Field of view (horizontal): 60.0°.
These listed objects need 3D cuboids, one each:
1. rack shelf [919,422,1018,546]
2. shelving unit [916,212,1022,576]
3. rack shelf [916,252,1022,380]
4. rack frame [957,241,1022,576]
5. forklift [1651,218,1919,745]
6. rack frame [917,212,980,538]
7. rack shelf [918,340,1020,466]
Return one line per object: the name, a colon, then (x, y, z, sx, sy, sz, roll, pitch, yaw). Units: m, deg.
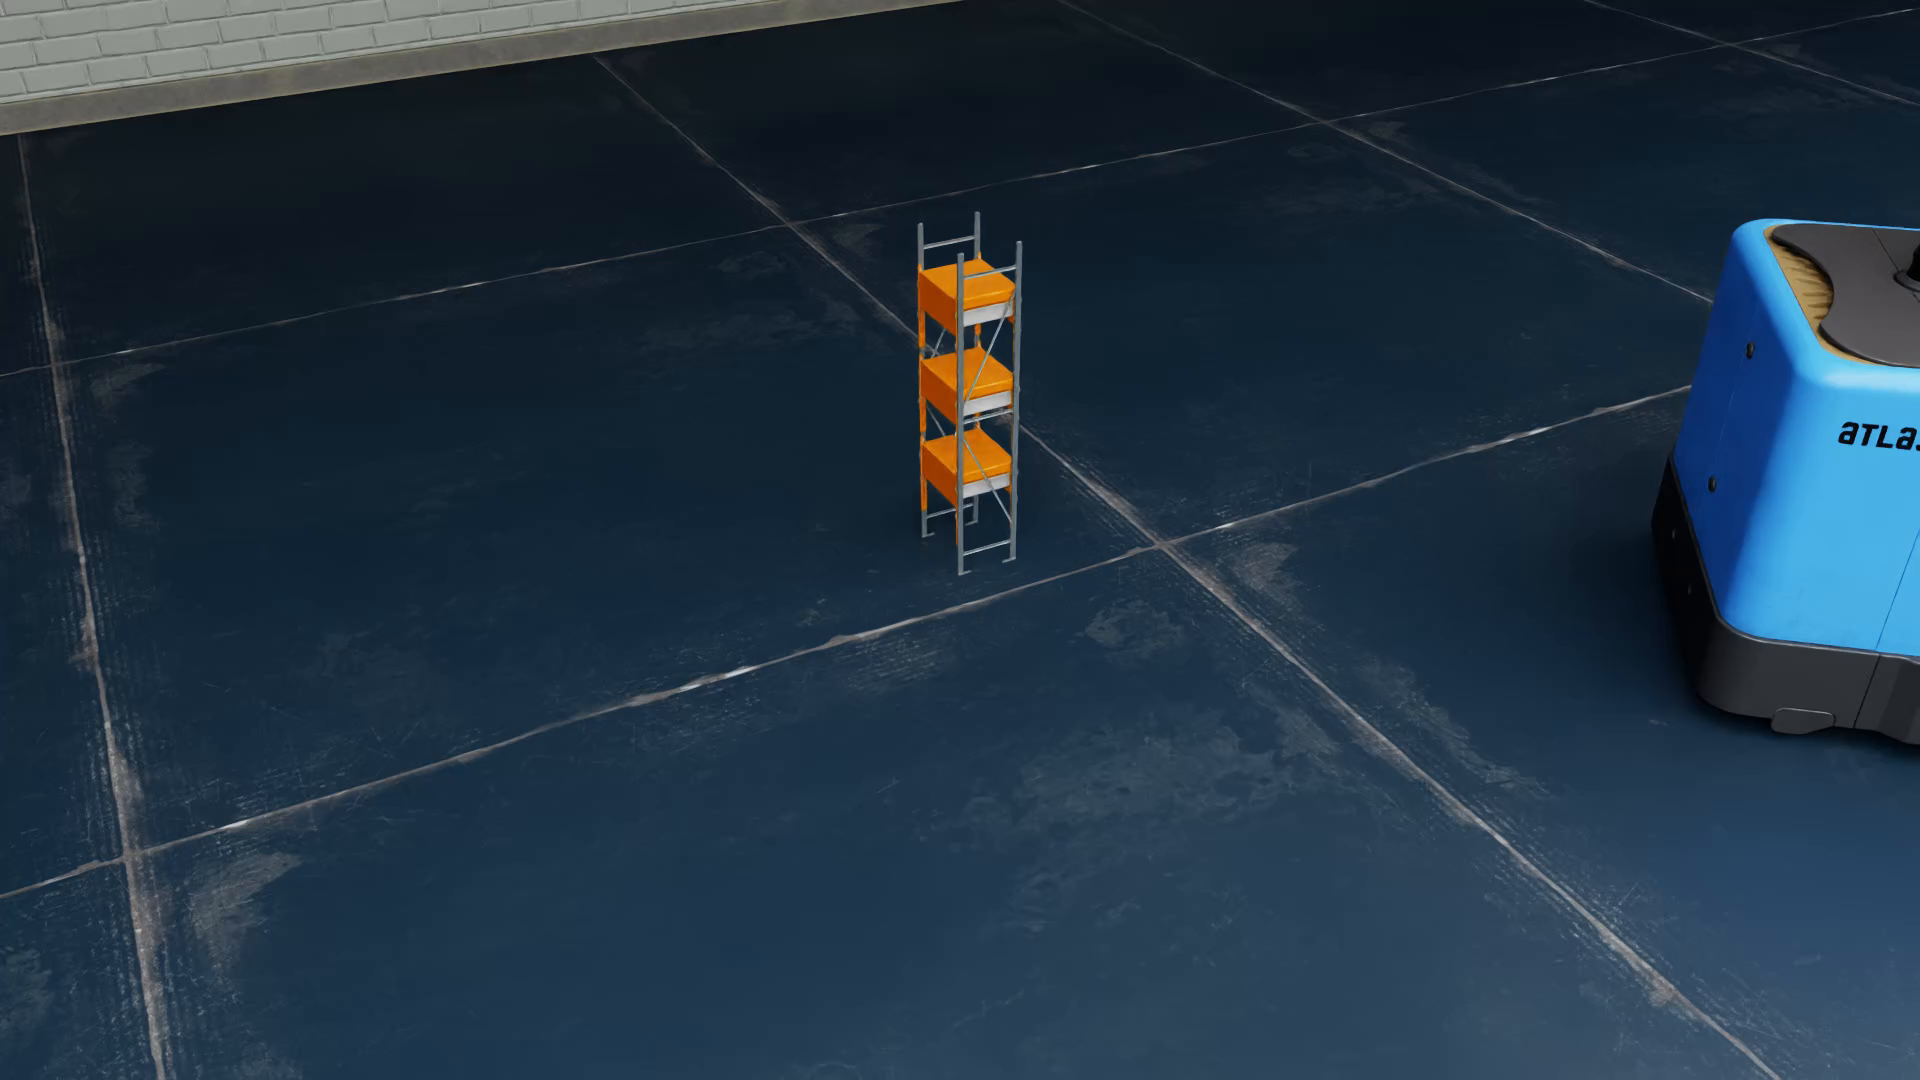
rack shelf: (0.025, -0.174, 5.083, 0.215, 0.259, 0.240, -16, 36, -23)
shelving unit: (0.025, -0.417, 4.927, 0.215, 1.050, 0.252, -16, 36, -23)
rack shelf: (0.025, -0.647, 4.780, 0.215, 0.259, 0.240, -16, 36, -23)
rack frame: (0.082, -0.358, 4.836, 0.200, 1.050, 0.008, -16, 36, -23)
forklift: (3.553, -0.831, 3.830, 3.031, 2.935, 1.130, 6, 33, 10)
rack frame: (-0.032, -0.475, 5.018, 0.200, 1.050, 0.008, -16, 36, -23)
rack shelf: (0.025, -0.408, 4.933, 0.215, 0.259, 0.240, -16, 36, -23)
